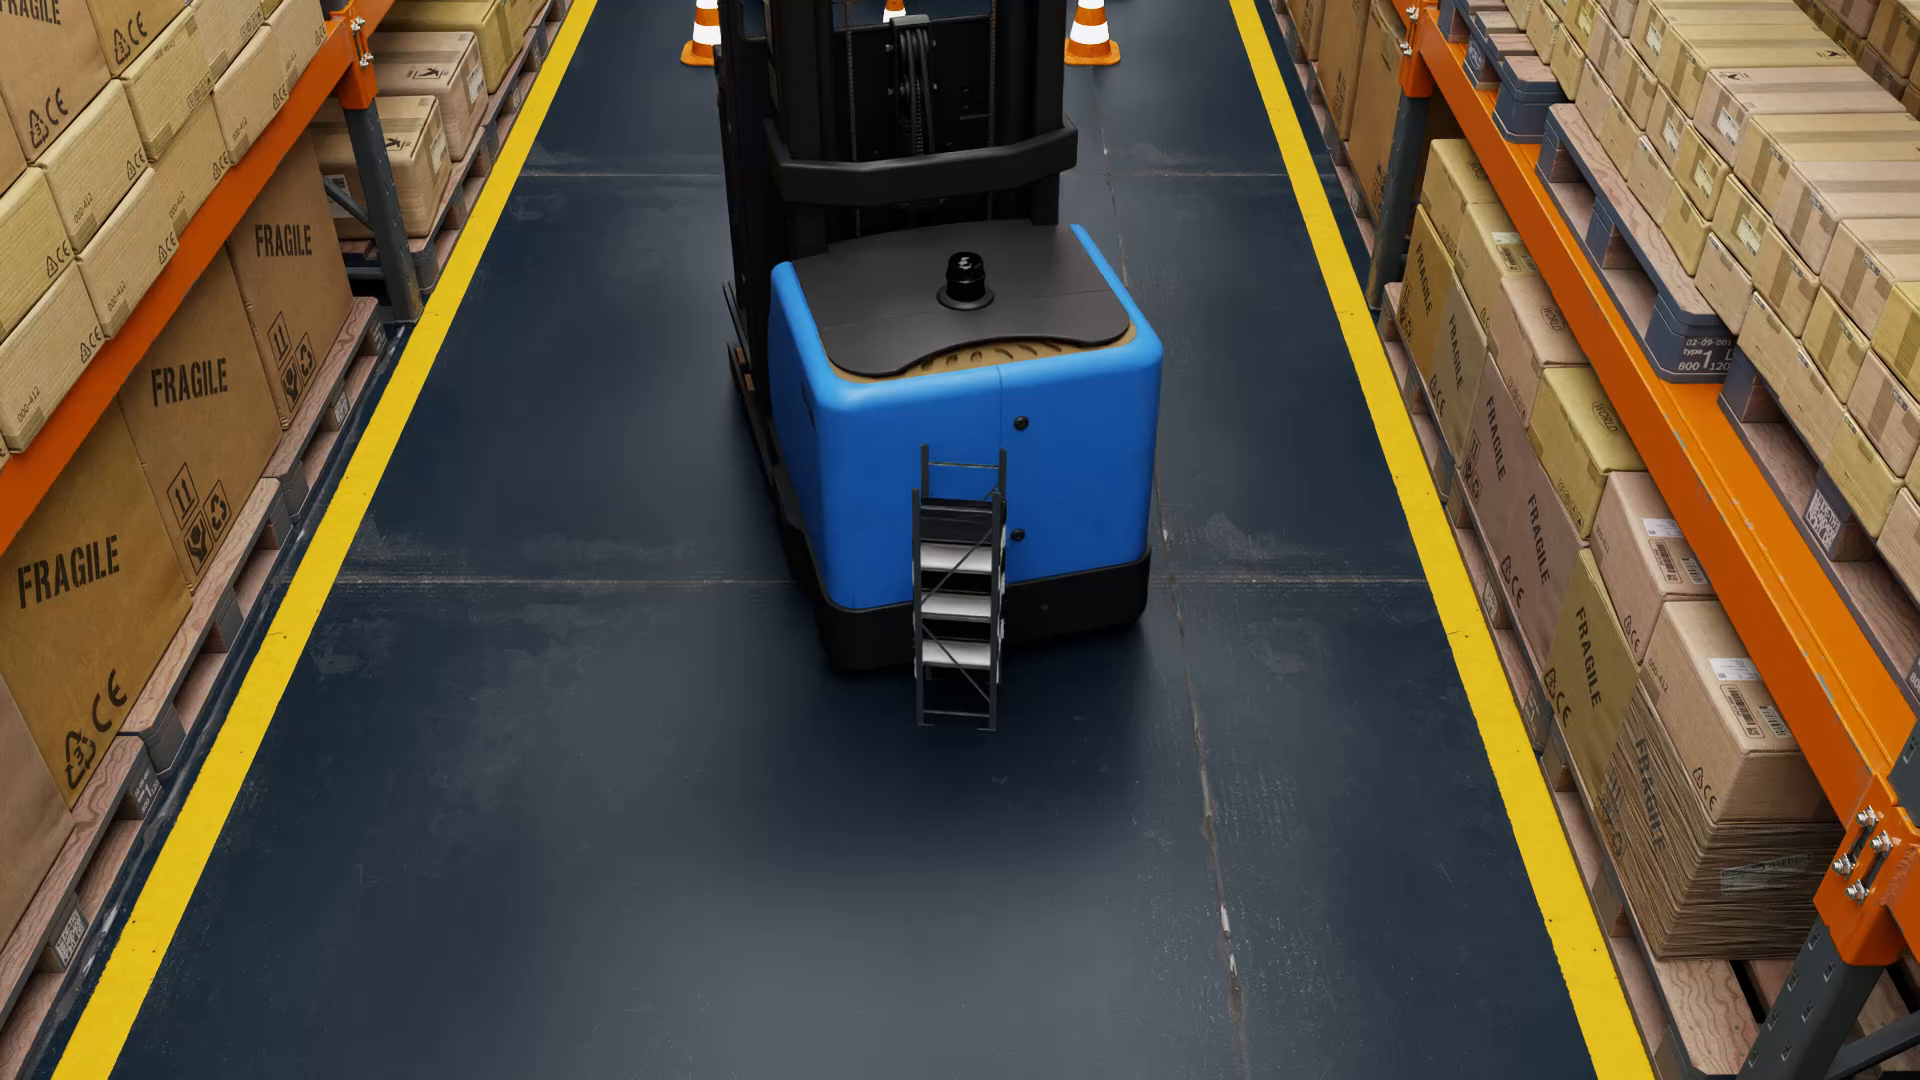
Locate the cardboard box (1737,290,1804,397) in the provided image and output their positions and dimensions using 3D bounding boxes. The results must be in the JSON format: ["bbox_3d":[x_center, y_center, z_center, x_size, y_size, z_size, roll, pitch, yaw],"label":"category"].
[{"bbox_3d":[2.018,-0.448,3.775,0.380,0.149,0.250,-2,39,-2],"label":"cardboard box"}]

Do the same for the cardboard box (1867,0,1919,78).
[{"bbox_3d":[2.670,-1.343,4.417,0.380,0.149,0.250,2,39,2],"label":"cardboard box"}]

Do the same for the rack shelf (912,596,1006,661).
[{"bbox_3d":[0.000,0.252,4.913,0.258,0.077,0.200,4,39,5],"label":"rack shelf"}]

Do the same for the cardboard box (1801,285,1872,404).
[{"bbox_3d":[2.019,-0.409,3.489,0.380,0.149,0.250,2,39,2],"label":"cardboard box"}]

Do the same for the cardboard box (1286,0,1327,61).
[{"bbox_3d":[2.295,-2.956,8.503,1.050,0.750,0.750,0,39,0],"label":"cardboard box"}]

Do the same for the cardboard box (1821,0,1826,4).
[{"bbox_3d":[2.673,-1.664,4.817,0.380,0.149,0.250,1,39,1],"label":"cardboard box"}]

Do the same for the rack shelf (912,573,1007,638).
[{"bbox_3d":[0.000,0.182,4.857,0.258,0.077,0.200,4,39,5],"label":"rack shelf"}]

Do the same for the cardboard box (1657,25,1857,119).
[{"bbox_3d":[2.018,-1.191,4.227,0.380,0.149,0.250,-1,39,-1],"label":"cardboard box"}]

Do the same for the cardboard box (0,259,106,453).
[{"bbox_3d":[-2.457,-0.453,4.036,0.500,0.250,0.500,0,39,0],"label":"cardboard box"}]

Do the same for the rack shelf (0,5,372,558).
[{"bbox_3d":[-2.736,-0.562,4.627,1.077,0.370,4.000,0,39,0],"label":"rack shelf"}]

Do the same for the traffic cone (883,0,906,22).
[{"bbox_3d":[-0.341,-2.649,8.686,0.336,0.463,0.334,0,39,0],"label":"traffic cone"}]

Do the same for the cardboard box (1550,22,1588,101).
[{"bbox_3d":[2.013,-1.440,5.014,0.380,0.149,0.250,2,39,2],"label":"cardboard box"}]

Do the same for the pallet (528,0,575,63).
[{"bbox_3d":[-2.741,-3.019,9.349,1.003,0.211,1.213,0,39,0],"label":"pallet"}]

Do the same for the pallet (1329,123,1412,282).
[{"bbox_3d":[2.286,-1.565,7.534,1.003,0.211,1.213,0,39,0],"label":"pallet"}]

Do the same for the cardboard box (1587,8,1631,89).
[{"bbox_3d":[2.017,-1.389,4.712,0.380,0.149,0.250,0,39,0],"label":"cardboard box"}]

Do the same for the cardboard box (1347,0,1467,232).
[{"bbox_3d":[2.301,-1.827,7.094,1.050,0.750,0.750,-1,39,-1],"label":"cardboard box"}]

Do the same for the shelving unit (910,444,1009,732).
[{"bbox_3d":[0.000,0.156,4.836,0.258,0.900,0.210,4,39,5],"label":"shelving unit"}]

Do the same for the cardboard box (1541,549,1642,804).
[{"bbox_3d":[1.963,0.370,4.553,0.500,0.500,0.500,-1,39,-1],"label":"cardboard box"}]

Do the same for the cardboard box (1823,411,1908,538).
[{"bbox_3d":[2.017,-0.135,3.385,0.380,0.149,0.250,0,39,0],"label":"cardboard box"}]

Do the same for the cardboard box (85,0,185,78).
[{"bbox_3d":[-2.474,-1.568,4.428,0.500,0.500,0.500,0,39,0],"label":"cardboard box"}]

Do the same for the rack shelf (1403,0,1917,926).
[{"bbox_3d":[2.214,-0.628,4.711,1.077,0.370,4.000,0,39,0],"label":"rack shelf"}]

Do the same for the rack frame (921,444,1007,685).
[{"bbox_3d":[0.010,0.092,4.915,0.240,0.900,0.006,4,39,5],"label":"rack frame"}]

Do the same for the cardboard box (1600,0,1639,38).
[{"bbox_3d":[2.019,-1.512,4.628,0.380,0.149,0.250,2,39,2],"label":"cardboard box"}]

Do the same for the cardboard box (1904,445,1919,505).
[{"bbox_3d":[2.018,-0.089,3.090,0.380,0.149,0.250,1,39,1],"label":"cardboard box"}]

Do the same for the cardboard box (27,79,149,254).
[{"bbox_3d":[-2.458,-0.961,4.271,0.500,0.250,0.500,-1,39,-1],"label":"cardboard box"}]

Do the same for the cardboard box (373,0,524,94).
[{"bbox_3d":[-2.733,-2.521,8.262,0.950,0.372,0.625,1,39,1],"label":"cardboard box"}]

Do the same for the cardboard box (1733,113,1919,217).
[{"bbox_3d":[2.024,-0.855,3.807,0.380,0.149,0.250,-1,39,-2],"label":"cardboard box"}]

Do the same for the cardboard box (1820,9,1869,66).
[{"bbox_3d":[2.670,-1.390,4.712,0.380,0.149,0.250,0,39,0],"label":"cardboard box"}]

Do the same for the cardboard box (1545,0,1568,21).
[{"bbox_3d":[2.017,-1.703,5.103,0.380,0.149,0.250,-1,39,-1],"label":"cardboard box"}]

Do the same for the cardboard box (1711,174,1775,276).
[{"bbox_3d":[2.016,-0.743,3.905,0.380,0.149,0.250,-2,39,-2],"label":"cardboard box"}]

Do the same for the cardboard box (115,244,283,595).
[{"bbox_3d":[-2.824,-0.438,5.261,0.875,0.875,0.875,0,39,1],"label":"cardboard box"}]

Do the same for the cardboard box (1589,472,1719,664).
[{"bbox_3d":[1.975,0.073,4.323,0.500,0.250,0.500,2,39,2],"label":"cardboard box"}]

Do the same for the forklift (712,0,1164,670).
[{"bbox_3d":[-0.273,-1.669,5.489,1.130,2.935,3.031,-10,40,-12],"label":"forklift"}]

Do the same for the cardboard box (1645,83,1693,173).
[{"bbox_3d":[2.018,-1.065,4.308,0.380,0.149,0.250,1,39,2],"label":"cardboard box"}]

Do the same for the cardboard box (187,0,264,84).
[{"bbox_3d":[-2.480,-1.606,5.076,0.500,0.250,0.500,-1,39,-1],"label":"cardboard box"}]

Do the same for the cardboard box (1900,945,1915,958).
[{"bbox_3d":[2.480,0.691,4.152,0.500,0.500,0.500,1,39,2],"label":"cardboard box"}]

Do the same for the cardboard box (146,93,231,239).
[{"bbox_3d":[-2.477,-1.084,4.824,0.500,0.250,0.500,0,39,-1],"label":"cardboard box"}]

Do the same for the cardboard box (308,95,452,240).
[{"bbox_3d":[-2.729,-1.585,7.095,0.950,0.372,0.625,-2,39,-3],"label":"cardboard box"}]

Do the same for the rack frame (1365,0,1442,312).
[{"bbox_3d":[2.211,-2.160,6.046,1.000,3.000,0.127,0,39,0],"label":"rack frame"}]

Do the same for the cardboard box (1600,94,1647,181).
[{"bbox_3d":[2.014,-1.117,4.610,0.380,0.149,0.250,0,39,1],"label":"cardboard box"}]

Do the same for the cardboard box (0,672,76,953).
[{"bbox_3d":[-2.815,0.686,3.859,0.875,0.875,0.875,1,39,1],"label":"cardboard box"}]

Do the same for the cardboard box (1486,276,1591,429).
[{"bbox_3d":[1.959,-0.583,5.142,0.500,0.250,0.500,0,39,0],"label":"cardboard box"}]

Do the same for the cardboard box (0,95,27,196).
[{"bbox_3d":[-2.473,-0.928,3.630,0.500,0.500,0.500,-1,39,-1],"label":"cardboard box"}]

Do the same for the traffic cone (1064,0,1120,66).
[{"bbox_3d":[0.698,-2.832,8.913,0.336,0.463,0.334,0,39,0],"label":"traffic cone"}]

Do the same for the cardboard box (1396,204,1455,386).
[{"bbox_3d":[1.957,-0.906,6.145,0.500,0.500,0.500,-2,39,-2],"label":"cardboard box"}]

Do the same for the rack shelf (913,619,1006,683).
[{"bbox_3d":[0.000,0.322,4.970,0.258,0.077,0.200,4,39,5],"label":"rack shelf"}]

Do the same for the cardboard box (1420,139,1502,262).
[{"bbox_3d":[1.970,-1.209,5.924,0.500,0.250,0.500,-2,39,-2],"label":"cardboard box"}]

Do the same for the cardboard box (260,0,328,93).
[{"bbox_3d":[-2.478,-1.718,5.616,0.500,0.250,0.500,-1,39,-2],"label":"cardboard box"}]

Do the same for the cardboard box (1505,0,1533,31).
[{"bbox_3d":[2.010,-1.778,5.435,0.380,0.149,0.250,2,39,2],"label":"cardboard box"}]

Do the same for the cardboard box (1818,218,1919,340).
[{"bbox_3d":[2.021,-0.537,3.411,0.380,0.149,0.250,-1,39,-1],"label":"cardboard box"}]

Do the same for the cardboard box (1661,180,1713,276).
[{"bbox_3d":[2.013,-0.787,4.199,0.380,0.149,0.250,2,39,2],"label":"cardboard box"}]

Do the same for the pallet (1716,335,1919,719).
[{"bbox_3d":[2.361,-0.062,3.582,1.003,0.211,1.213,0,39,0],"label":"pallet"}]

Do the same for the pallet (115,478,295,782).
[{"bbox_3d":[-2.814,0.249,5.270,1.003,0.211,1.213,0,39,0],"label":"pallet"}]

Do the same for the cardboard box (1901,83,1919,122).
[{"bbox_3d":[2.672,-1.065,4.308,0.380,0.149,0.250,-1,39,-1],"label":"cardboard box"}]

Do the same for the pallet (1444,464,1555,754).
[{"bbox_3d":[2.209,0.178,5.359,1.003,0.211,1.213,0,39,0],"label":"pallet"}]

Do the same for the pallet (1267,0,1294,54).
[{"bbox_3d":[2.283,-3.091,9.438,1.003,0.211,1.213,0,39,0],"label":"pallet"}]

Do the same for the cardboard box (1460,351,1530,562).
[{"bbox_3d":[1.967,-0.270,5.352,0.500,0.500,0.500,-1,39,-1],"label":"cardboard box"}]

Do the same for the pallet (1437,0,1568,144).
[{"bbox_3d":[2.319,-1.639,5.550,1.213,0.211,1.003,0,39,0],"label":"pallet"}]

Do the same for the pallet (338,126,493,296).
[{"bbox_3d":[-2.738,-1.494,7.445,1.003,0.211,1.213,0,39,0],"label":"pallet"}]
